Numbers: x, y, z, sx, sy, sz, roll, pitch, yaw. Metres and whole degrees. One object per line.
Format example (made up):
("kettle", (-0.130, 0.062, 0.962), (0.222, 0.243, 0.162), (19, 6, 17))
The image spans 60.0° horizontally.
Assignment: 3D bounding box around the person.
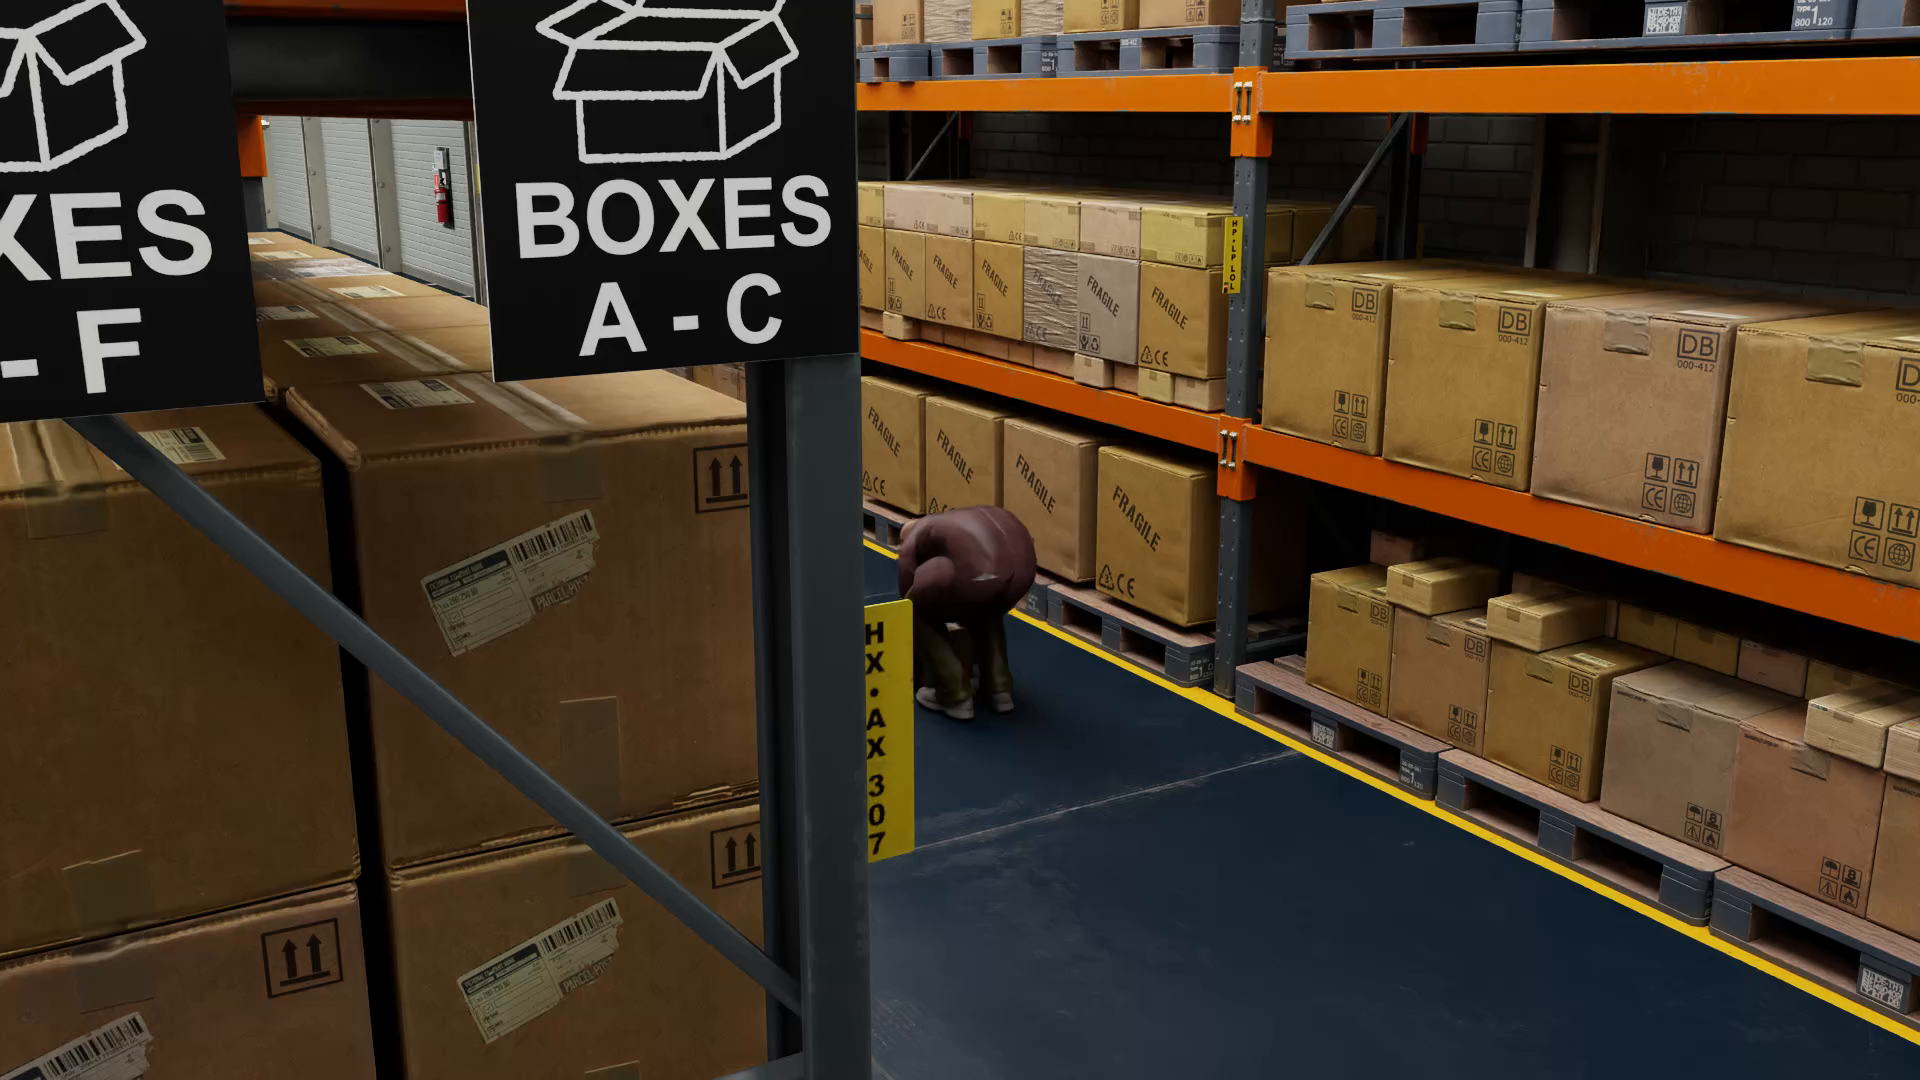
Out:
("person", (-0.027, 0.280, 7.597), (0.583, 0.952, 0.944), (-9, 17, -32))
